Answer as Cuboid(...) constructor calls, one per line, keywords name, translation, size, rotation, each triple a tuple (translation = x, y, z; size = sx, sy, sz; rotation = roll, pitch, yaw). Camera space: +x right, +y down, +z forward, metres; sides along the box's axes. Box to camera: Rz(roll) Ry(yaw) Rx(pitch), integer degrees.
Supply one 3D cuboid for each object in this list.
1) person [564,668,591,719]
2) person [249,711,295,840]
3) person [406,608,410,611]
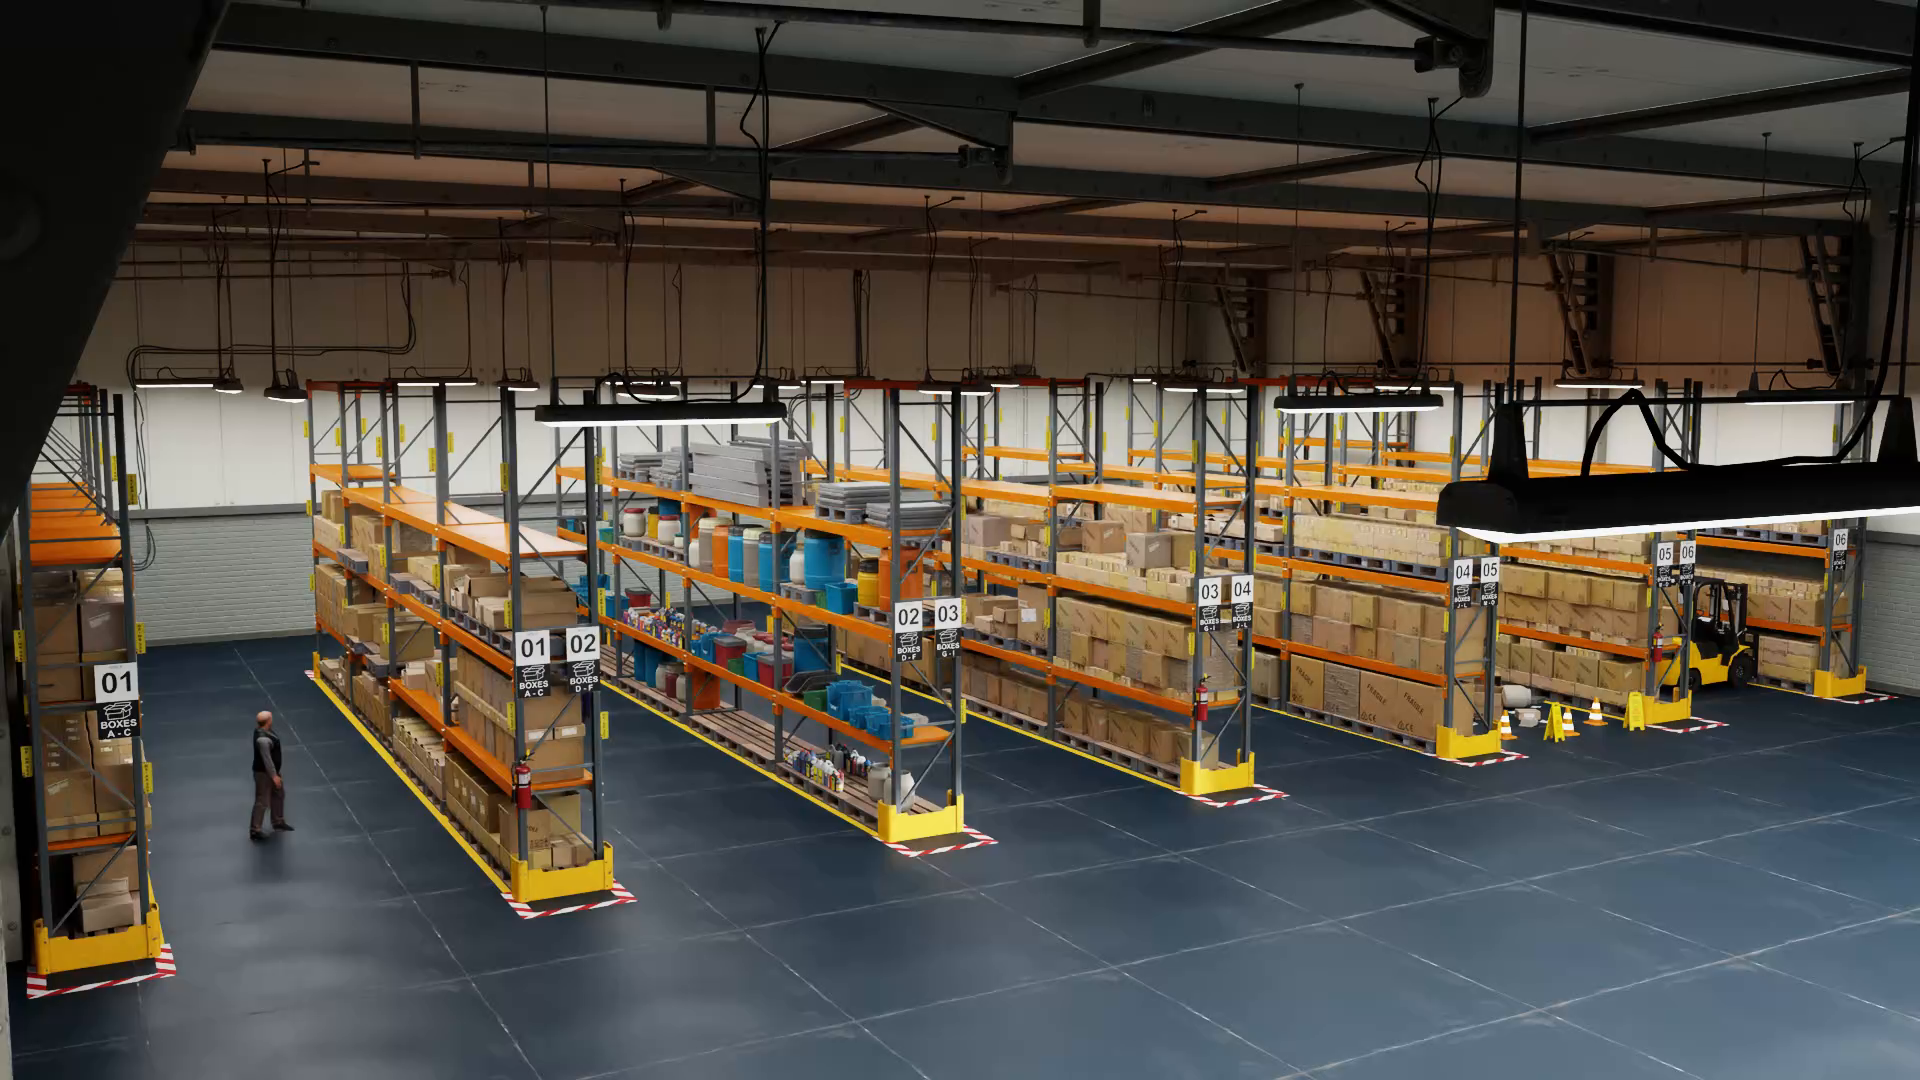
Cuboid(name="person", translation=(-6.770, 2.421, 29.438), size=(0.440, 1.699, 0.680), rotation=(2, 6, 21))
Cuboid(name="person", translation=(-9.250, 3.132, 22.249), size=(0.503, 1.757, 0.662), rotation=(-1, 6, -12))
Cuboid(name="person", translation=(-11.676, 1.735, 35.015), size=(0.749, 1.734, 0.566), rotation=(1, 6, 11))
